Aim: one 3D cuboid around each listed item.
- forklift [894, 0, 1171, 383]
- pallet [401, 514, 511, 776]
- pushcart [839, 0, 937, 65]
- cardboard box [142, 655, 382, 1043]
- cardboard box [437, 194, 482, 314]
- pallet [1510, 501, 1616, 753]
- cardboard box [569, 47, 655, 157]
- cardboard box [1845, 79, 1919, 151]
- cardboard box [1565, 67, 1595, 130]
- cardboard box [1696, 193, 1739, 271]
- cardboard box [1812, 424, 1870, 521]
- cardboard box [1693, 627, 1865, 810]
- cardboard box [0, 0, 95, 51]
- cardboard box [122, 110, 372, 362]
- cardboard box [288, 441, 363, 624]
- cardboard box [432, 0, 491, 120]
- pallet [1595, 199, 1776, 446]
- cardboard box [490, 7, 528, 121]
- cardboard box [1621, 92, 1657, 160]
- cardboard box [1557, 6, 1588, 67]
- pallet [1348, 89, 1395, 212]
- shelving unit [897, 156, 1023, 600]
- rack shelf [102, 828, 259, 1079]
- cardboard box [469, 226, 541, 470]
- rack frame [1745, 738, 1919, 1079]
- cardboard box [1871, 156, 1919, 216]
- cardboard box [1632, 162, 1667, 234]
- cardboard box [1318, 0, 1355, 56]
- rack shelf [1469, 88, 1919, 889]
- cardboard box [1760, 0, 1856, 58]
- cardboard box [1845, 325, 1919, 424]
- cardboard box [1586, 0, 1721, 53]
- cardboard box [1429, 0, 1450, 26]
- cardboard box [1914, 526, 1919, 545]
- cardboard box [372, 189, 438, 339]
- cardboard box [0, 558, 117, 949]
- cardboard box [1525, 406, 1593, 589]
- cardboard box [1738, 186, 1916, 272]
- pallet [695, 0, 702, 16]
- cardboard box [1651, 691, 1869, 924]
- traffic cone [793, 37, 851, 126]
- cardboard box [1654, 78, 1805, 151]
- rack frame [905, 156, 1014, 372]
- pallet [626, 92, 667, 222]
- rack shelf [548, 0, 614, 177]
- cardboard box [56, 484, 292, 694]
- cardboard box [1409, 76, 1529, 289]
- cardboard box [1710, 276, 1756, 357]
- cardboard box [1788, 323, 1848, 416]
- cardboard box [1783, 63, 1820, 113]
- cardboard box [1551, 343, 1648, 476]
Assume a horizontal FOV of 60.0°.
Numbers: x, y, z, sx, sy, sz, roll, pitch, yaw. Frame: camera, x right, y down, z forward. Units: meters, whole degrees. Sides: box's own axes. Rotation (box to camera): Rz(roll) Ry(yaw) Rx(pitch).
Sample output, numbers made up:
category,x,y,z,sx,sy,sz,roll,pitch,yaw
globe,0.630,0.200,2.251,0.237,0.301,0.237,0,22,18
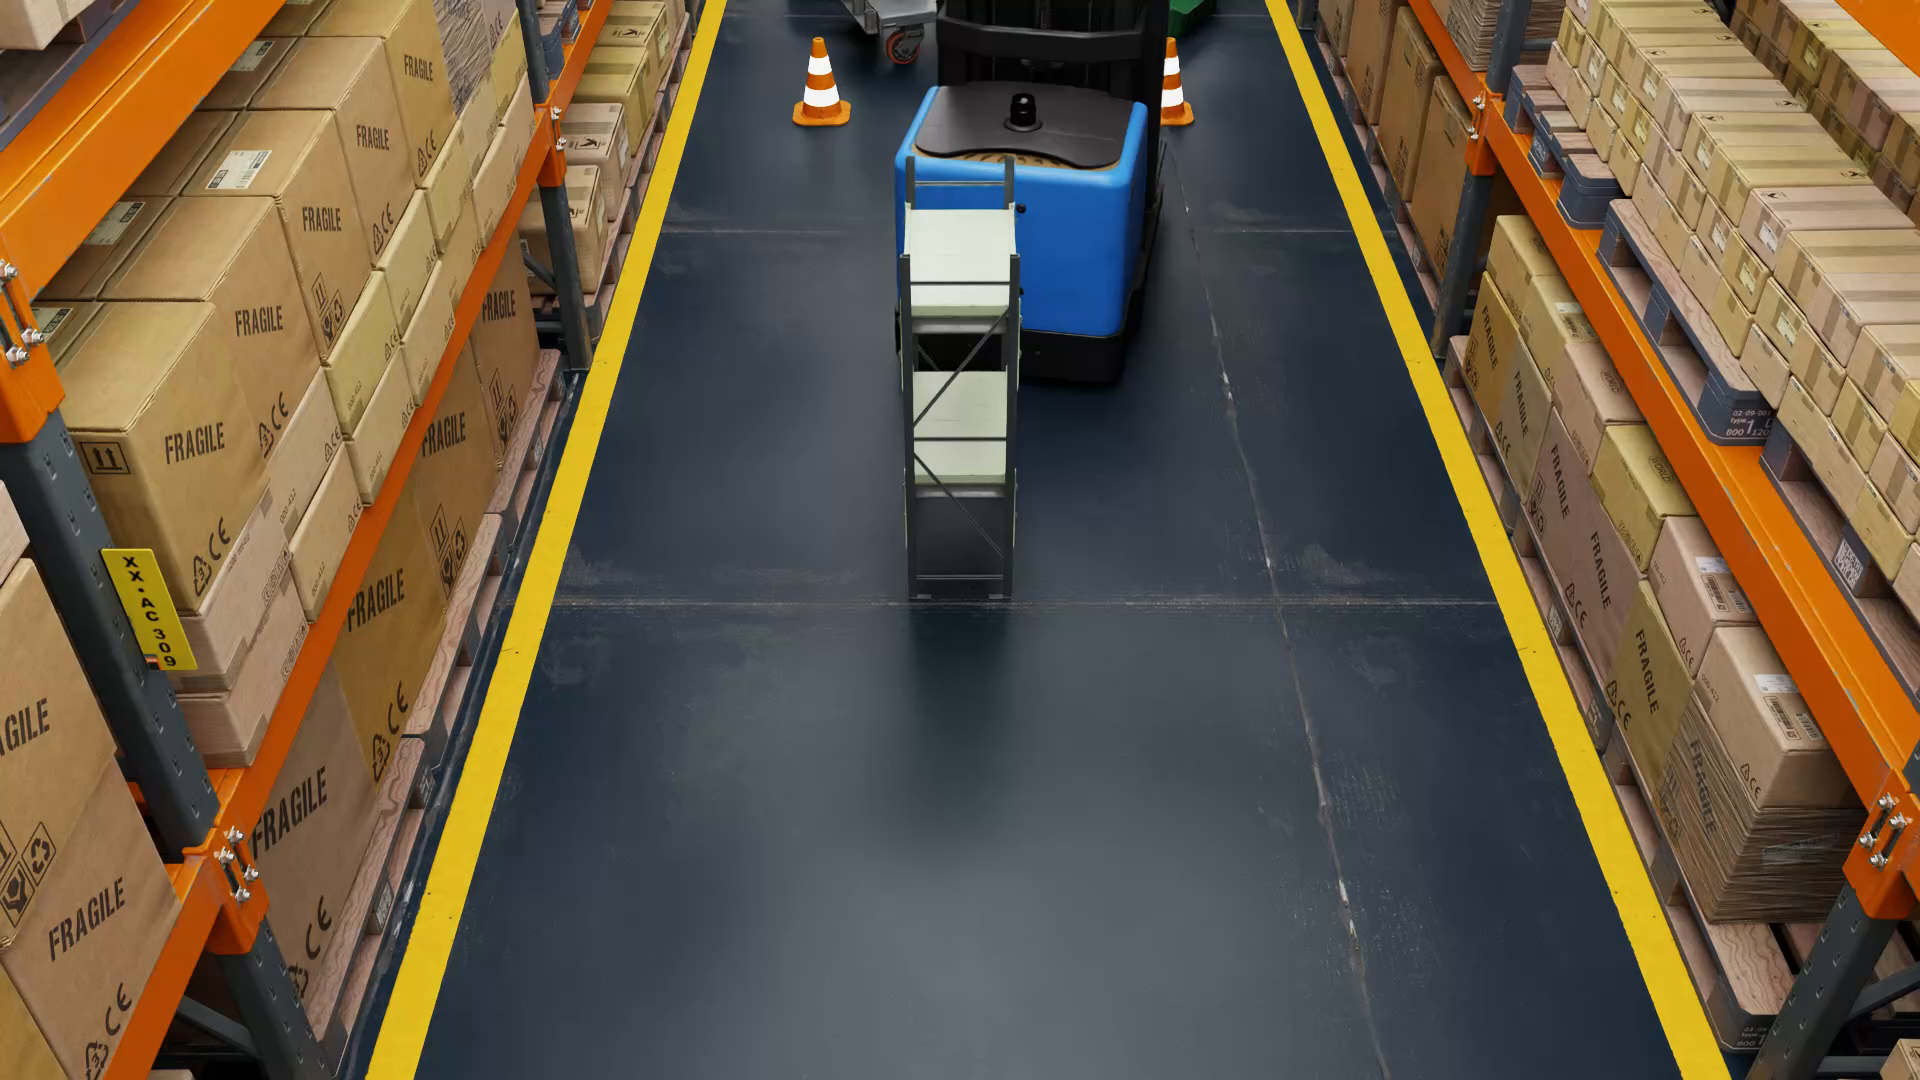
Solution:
category,x,y,z,sx,sy,sz,roll,pitch,yaw
forklift,0.480,-2.778,7.872,1.130,2.935,3.031,7,39,8
pallet,-2.297,0.357,6.136,1.003,0.211,1.213,0,39,0
pushcart,0.055,-3.496,10.811,1.648,0.377,0.936,-13,40,-16
cardboard box,-2.297,0.794,4.724,0.875,0.875,0.875,1,39,1
cardboard box,-1.960,-0.976,5.689,0.500,0.250,0.500,0,39,-1
pallet,2.727,0.286,6.224,1.003,0.211,1.213,0,39,0
cardboard box,-2.215,-2.413,9.127,0.950,0.372,0.625,1,39,1
cardboard box,3.185,-1.405,5.494,0.380,0.149,0.250,0,39,0
cardboard box,2.528,-1.670,6.300,0.380,0.149,0.250,2,39,2
cardboard box,2.536,-0.957,5.173,0.380,0.149,0.250,1,39,2
cardboard box,2.536,-0.183,4.445,0.380,0.149,0.250,0,39,0
cardboard box,2.480,0.503,4.787,0.500,0.250,0.500,-1,39,-1
cardboard box,-1.867,-1.079,3.071,0.396,0.266,0.258,0,39,0
cardboard box,-1.955,-0.820,4.495,0.500,0.500,0.500,-1,39,-1
cardboard box,-1.955,-0.024,4.501,0.500,0.250,0.500,-1,39,-1
cardboard box,-1.950,-1.770,5.681,0.500,0.500,0.500,1,39,1
pallet,2.772,-0.739,5.427,1.003,0.211,1.213,0,39,0
cardboard box,-1.966,-1.819,6.341,0.500,0.250,0.500,0,39,0
cardboard box,2.536,-1.437,5.772,0.380,0.149,0.250,0,39,0
cardboard box,2.529,-1.931,6.389,0.380,0.149,0.250,2,39,2
pallet,2.805,-2.218,9.349,1.003,0.211,1.213,0,39,0
shelving unit,0.000,-0.589,6.286,0.431,1.500,0.755,0,39,0
rack shelf,-2.214,2.048,2.371,1.077,0.370,4.000,0,39,0
cardboard box,-2.303,-0.888,6.823,0.875,0.875,0.875,0,39,0
rack frame,2.737,0.450,3.790,0.949,2.616,0.053,0,39,0
cardboard box,3.189,-1.119,5.374,0.380,0.149,0.250,1,39,1
cardboard box,2.533,-1.166,5.671,0.380,0.149,0.250,1,39,1
cardboard box,2.815,-3.451,10.121,1.050,0.750,0.750,0,39,0
rack shelf,2.732,-0.520,5.576,1.077,0.370,4.000,0,39,0
cardboard box,3.186,-1.887,6.095,0.380,0.149,0.250,0,39,-1
cardboard box,2.539,-0.429,4.276,0.380,0.149,0.250,-1,39,-1
cardboard box,2.539,-1.893,6.102,0.380,0.149,0.250,-1,39,-1
cardboard box,2.461,-2.684,7.621,0.500,0.500,0.500,0,39,0
cardboard box,2.536,0.019,3.955,0.380,0.149,0.250,1,39,1
cardboard box,-1.940,-0.853,5.137,0.500,0.250,0.500,-1,39,-1
cardboard box,-1.939,0.382,2.995,0.500,0.500,0.500,0,39,0
cardboard box,2.484,-0.162,6.217,0.500,0.500,0.500,-1,39,-1
cardboard box,2.537,-0.914,4.882,0.380,0.149,0.250,-2,39,-2
pallet,-2.261,-3.818,11.346,1.003,0.211,1.213,0,39,0
cardboard box,2.481,0.798,5.018,0.500,0.500,0.500,-1,39,-1
traffic cone,-0.824,-2.722,9.777,0.336,0.463,0.334,0,39,0
cardboard box,2.537,-1.404,5.493,0.380,0.149,0.250,2,39,2
rack frame,0.000,-0.818,6.572,0.400,1.500,0.023,0,39,0
pallet,-2.219,-2.147,9.260,1.003,0.211,1.213,0,39,0
rack shelf,-2.223,-2.955,8.614,1.077,0.370,4.000,0,39,0
cardboard box,-1.935,0.104,3.941,0.500,0.250,0.500,-1,39,-1
cardboard box,2.819,-1.719,7.959,1.050,0.750,0.750,-1,39,-1
cardboard box,2.531,-0.679,5.064,0.380,0.149,0.250,2,39,2
cardboard box,2.532,-0.472,4.568,0.380,0.149,0.250,-1,39,-2
cardboard box,3.190,-1.594,5.967,0.380,0.149,0.250,1,39,1
cardboard box,2.476,-0.475,6.007,0.500,0.250,0.500,0,39,0
